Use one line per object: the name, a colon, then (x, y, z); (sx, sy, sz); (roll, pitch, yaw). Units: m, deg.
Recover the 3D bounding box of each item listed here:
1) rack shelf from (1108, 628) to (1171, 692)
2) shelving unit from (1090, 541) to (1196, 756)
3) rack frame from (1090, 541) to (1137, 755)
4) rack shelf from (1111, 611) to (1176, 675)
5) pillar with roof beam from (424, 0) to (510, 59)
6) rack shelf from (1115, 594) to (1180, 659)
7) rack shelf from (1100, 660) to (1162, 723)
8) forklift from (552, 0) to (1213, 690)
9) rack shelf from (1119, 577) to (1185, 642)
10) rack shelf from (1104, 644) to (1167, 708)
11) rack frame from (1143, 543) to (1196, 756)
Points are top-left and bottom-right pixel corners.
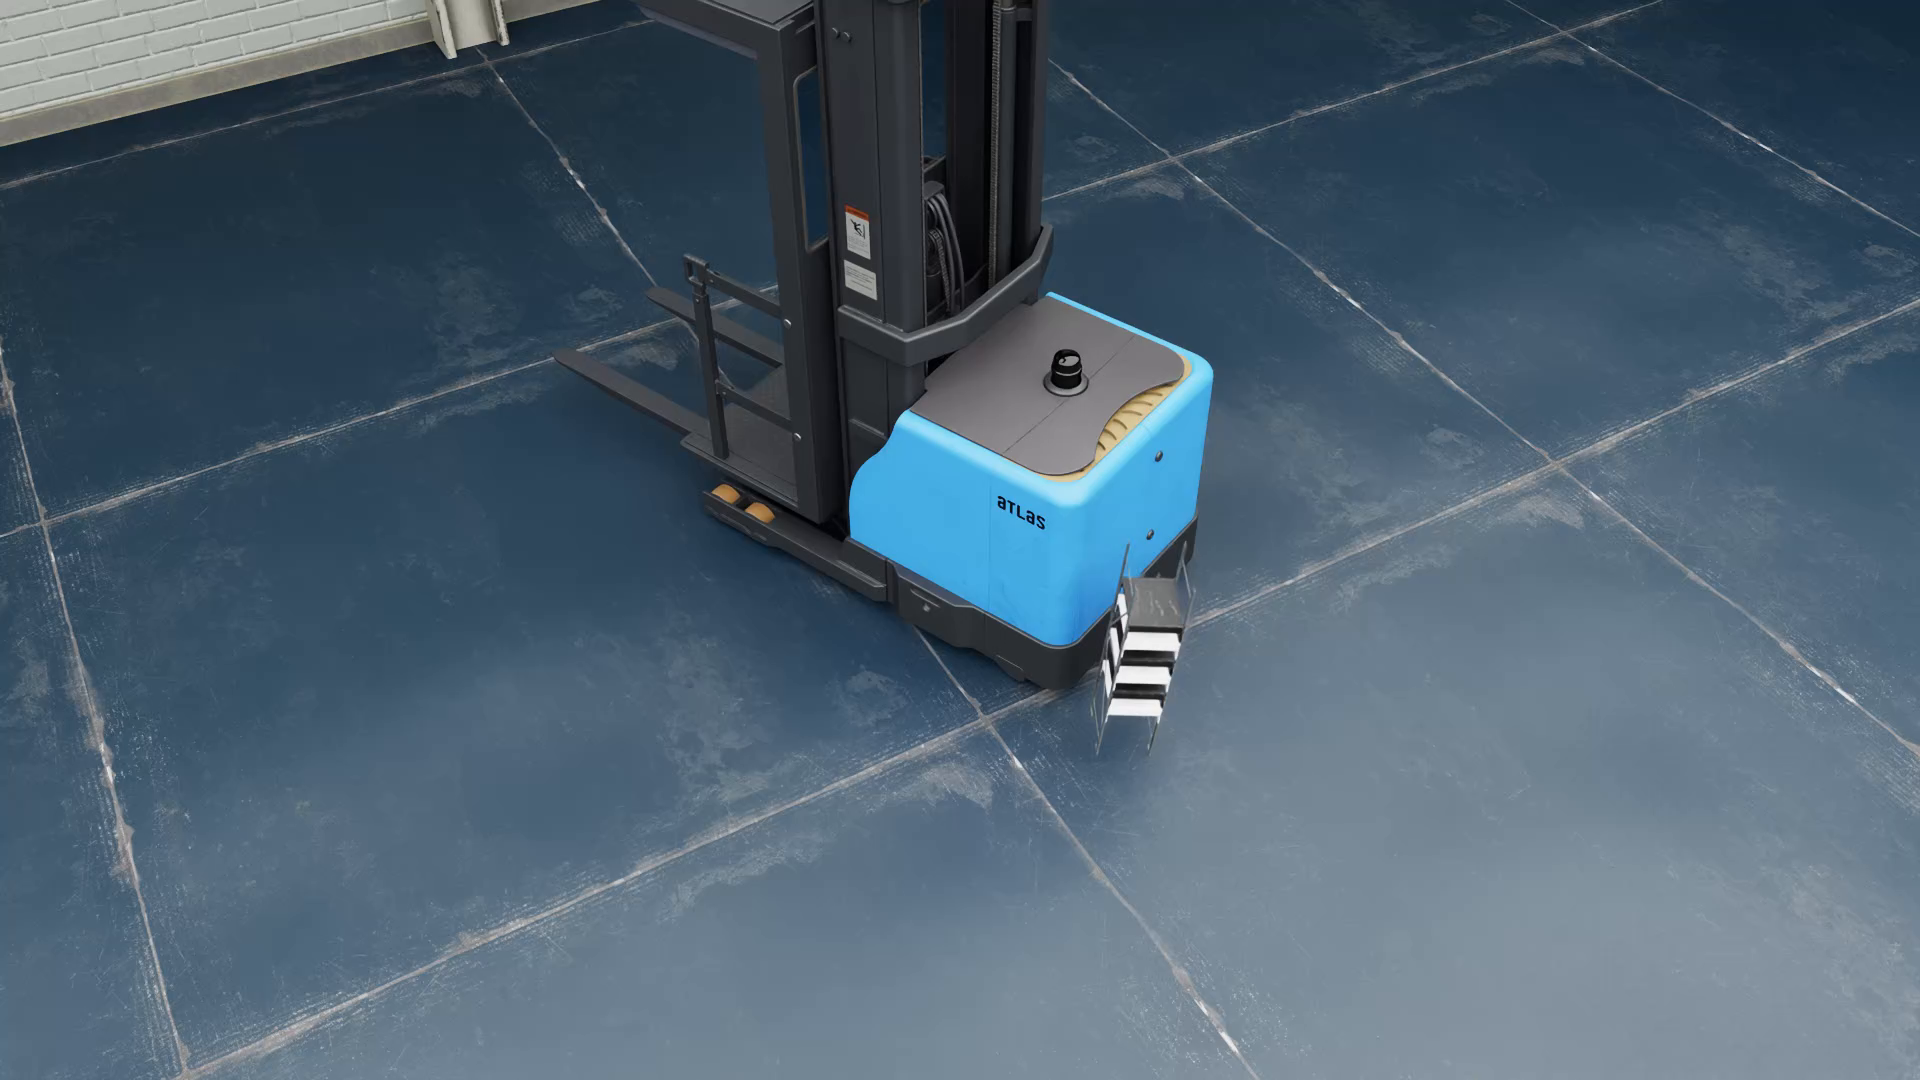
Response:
rack shelf: (0.655, 0.437, 6.119); (0.200, 0.077, 0.258); (2, 44, -6)
shelving unit: (0.658, 0.413, 6.096); (0.210, 0.900, 0.258); (2, 44, -6)
rack frame: (0.557, 0.409, 6.086); (0.006, 0.900, 0.240); (2, 44, -6)
rack shelf: (0.664, 0.372, 6.057); (0.200, 0.077, 0.258); (2, 44, -6)
pillar with roof beam: (-0.908, -3.749, 4.581); (0.400, 9.000, 9.100); (-22, 48, -21)
rack shelf: (0.672, 0.308, 5.995); (0.200, 0.077, 0.258); (2, 44, -6)
rack shelf: (0.638, 0.566, 6.244); (0.200, 0.077, 0.258); (2, 44, -6)
forklift: (-0.497, -1.313, 6.428); (3.031, 2.935, 1.130); (28, 51, 26)
rack shelf: (0.680, 0.243, 5.932); (0.200, 0.077, 0.258); (2, 44, -6)
rack shelf: (0.647, 0.501, 6.181); (0.200, 0.077, 0.258); (2, 44, -6)
rack frame: (0.759, 0.416, 6.106); (0.006, 0.900, 0.240); (2, 44, -6)
